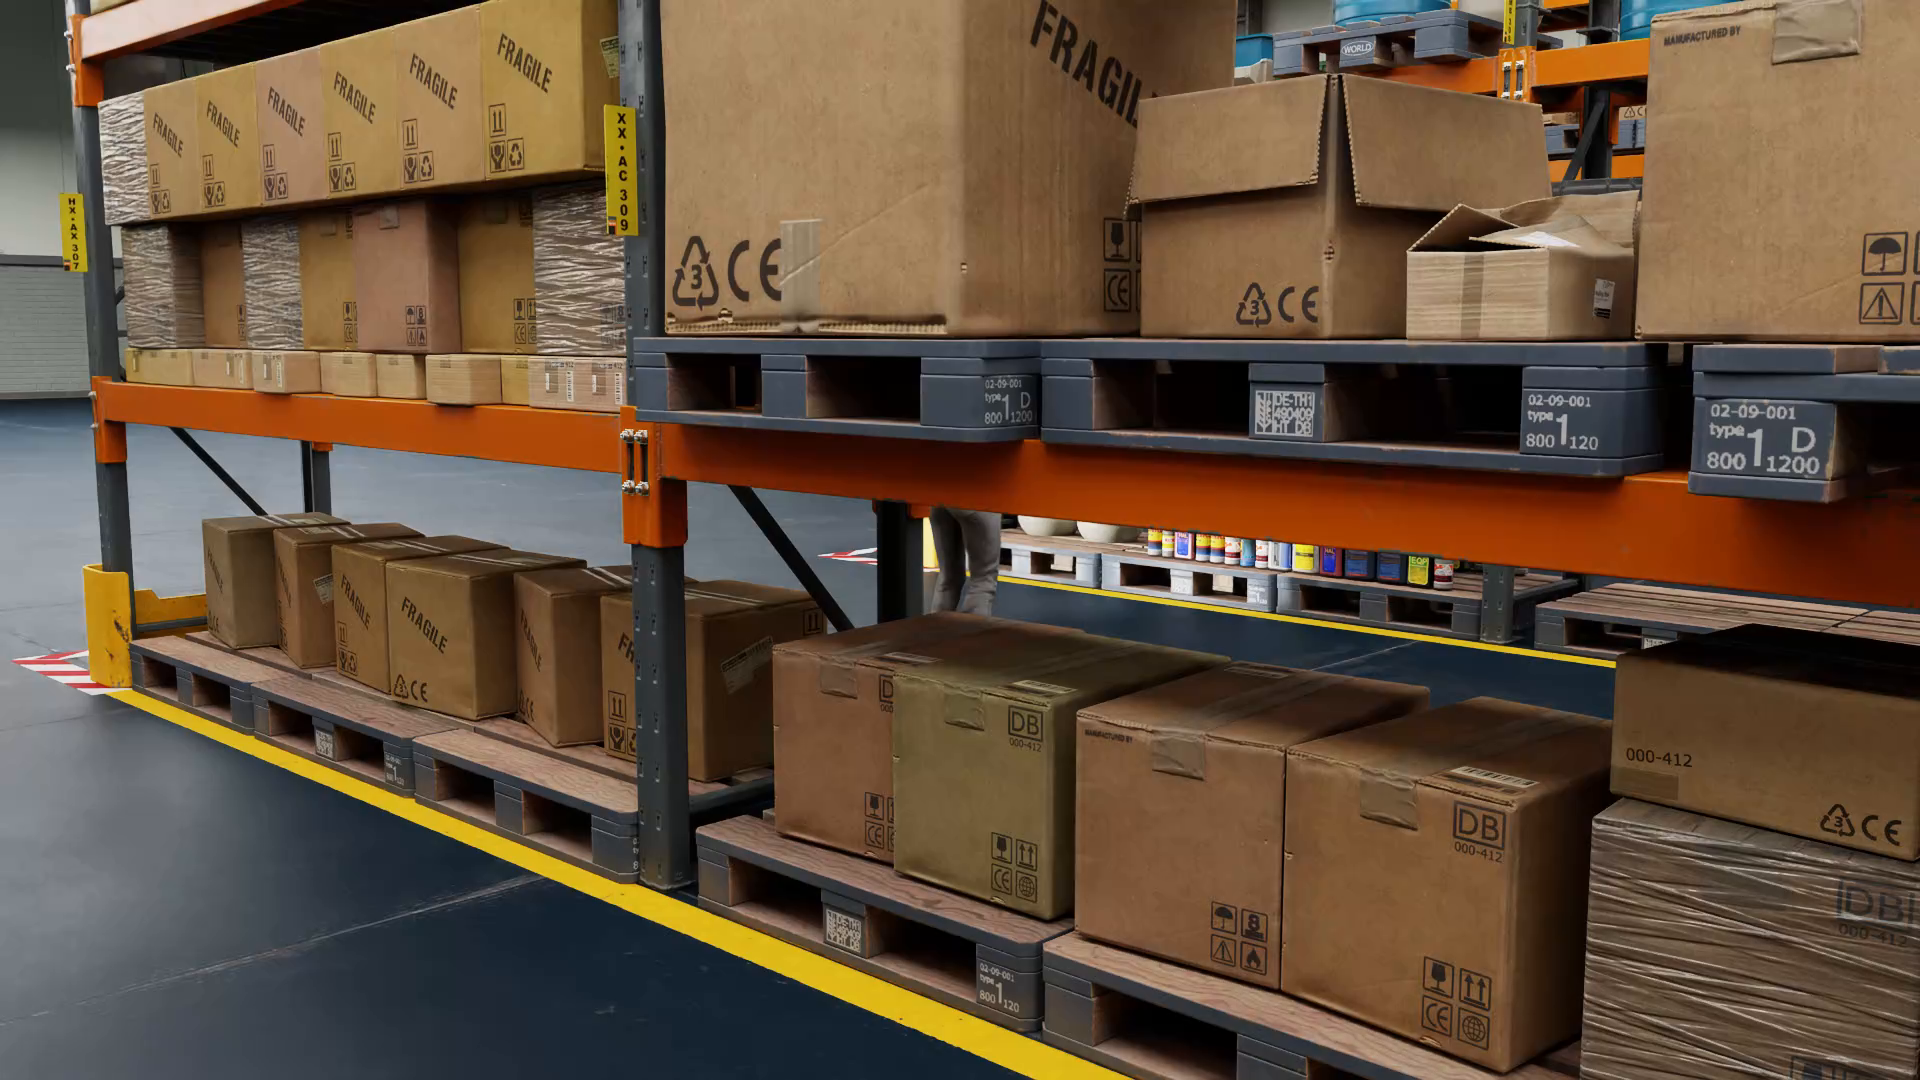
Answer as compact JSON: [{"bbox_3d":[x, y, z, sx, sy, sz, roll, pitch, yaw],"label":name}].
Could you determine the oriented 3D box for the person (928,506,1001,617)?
[{"bbox_3d":[6.757,-1.536,0.436,19.048,6.001,25.090,7,10,44],"label":"person"}]
